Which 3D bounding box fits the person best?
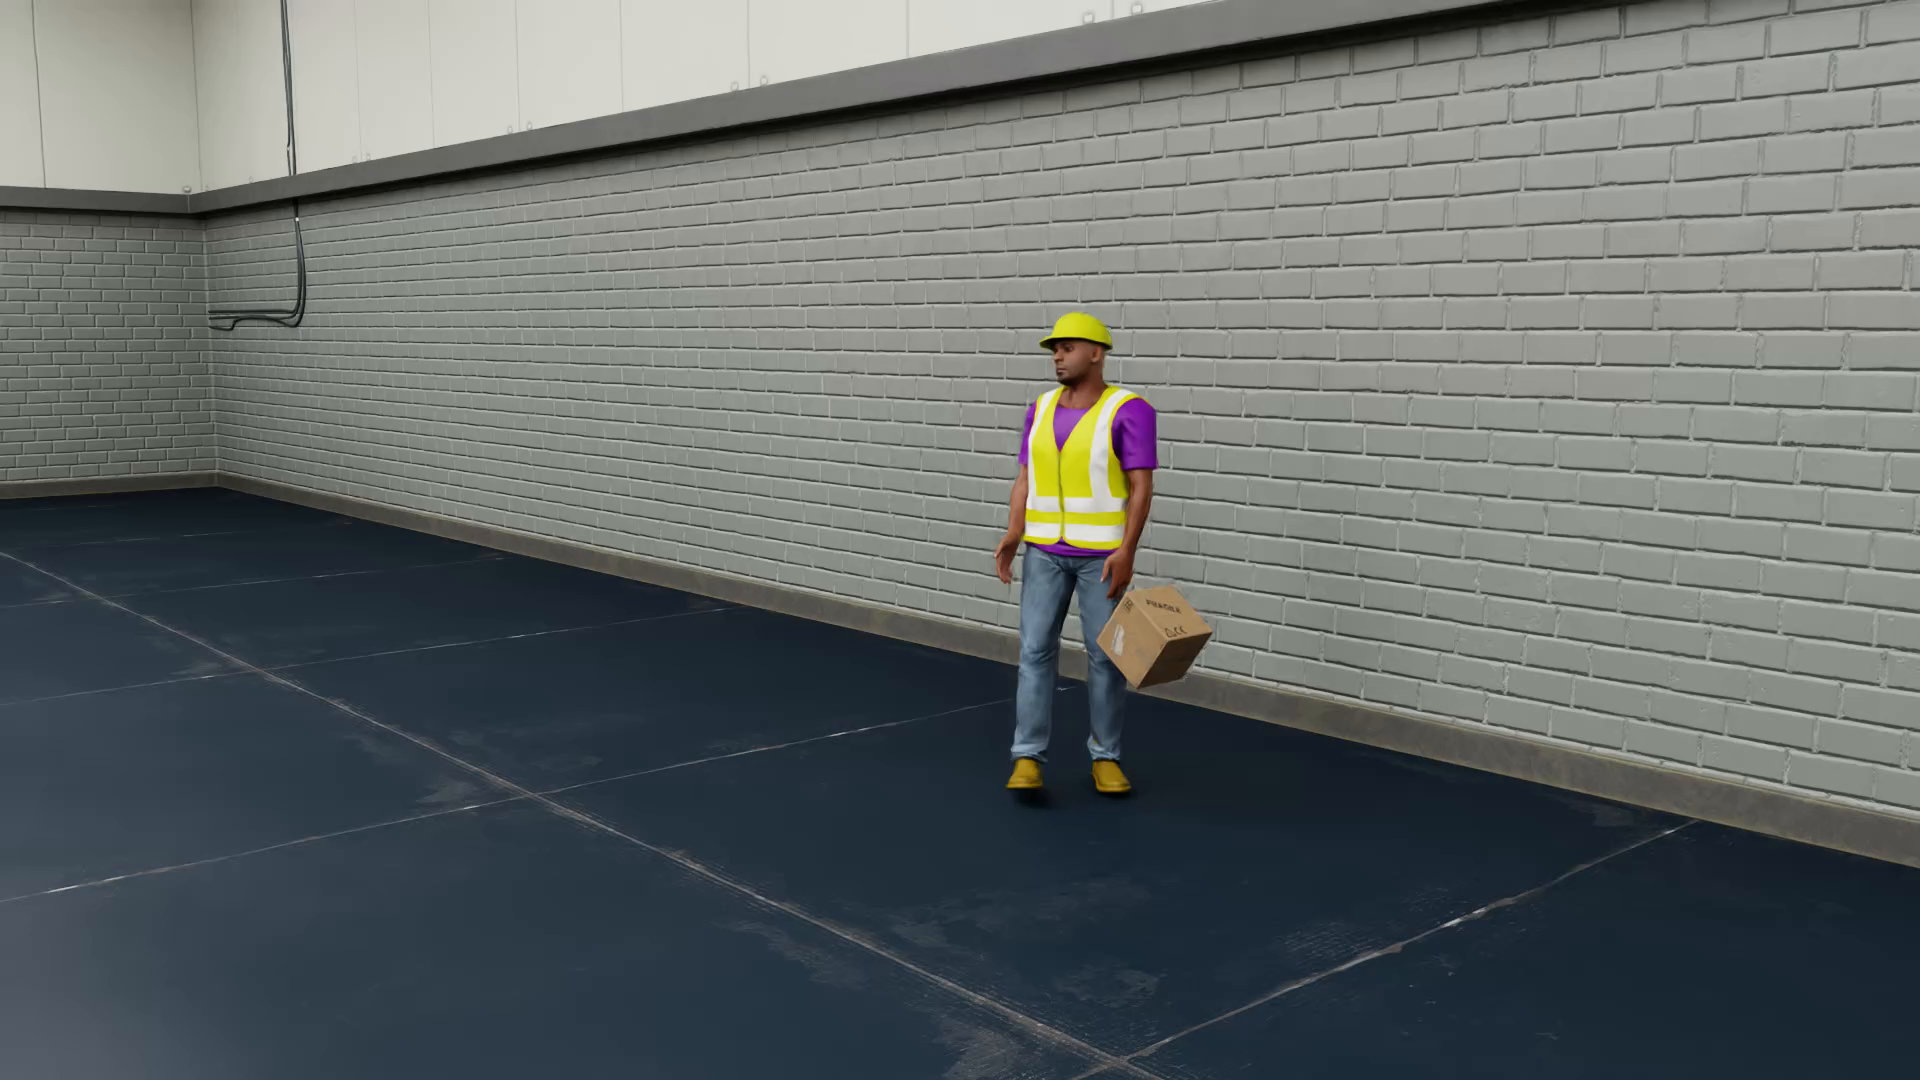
[{"bbox_3d":[0.423,0.051,6.129,0.568,1.767,0.556,4,8,26],"label":"person"}]
